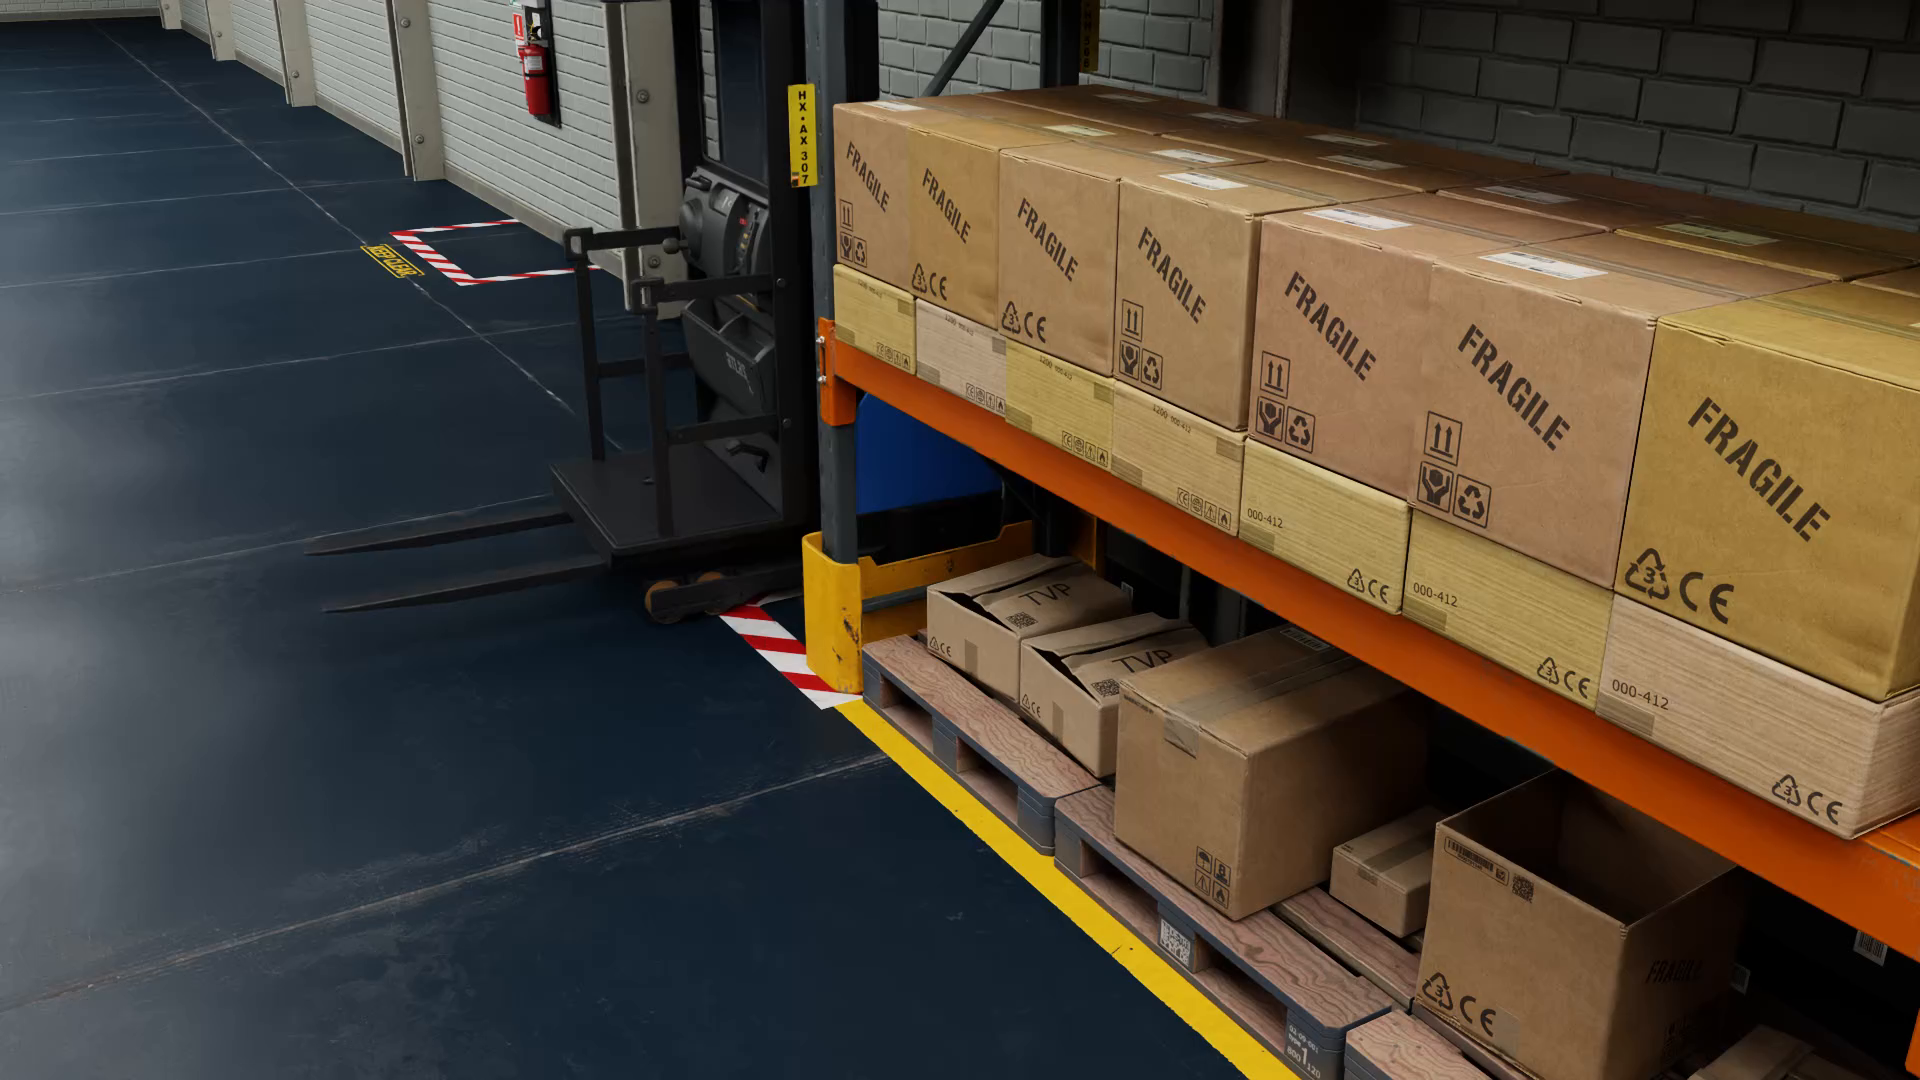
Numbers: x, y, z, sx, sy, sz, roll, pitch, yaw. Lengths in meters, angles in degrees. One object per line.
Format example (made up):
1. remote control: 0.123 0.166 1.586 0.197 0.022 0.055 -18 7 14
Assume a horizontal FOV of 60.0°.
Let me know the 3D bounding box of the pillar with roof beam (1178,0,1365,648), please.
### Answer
1. pillar with roof beam: -2.642 -2.912 2.525 9.100 9.000 0.400 -13 25 -28

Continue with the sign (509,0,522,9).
1. sign: -3.435 -4.168 12.831 0.001 0.109 0.331 -13 25 -28

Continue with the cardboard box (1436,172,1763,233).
1. cardboard box: 1.430 -0.536 3.824 0.500 0.500 0.500 -12 25 -27

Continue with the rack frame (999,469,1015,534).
1. rack frame: 0.420 -0.651 6.829 0.400 1.500 0.023 -2 21 -20

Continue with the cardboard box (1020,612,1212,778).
1. cardboard box: 0.525 0.447 5.216 0.500 0.311 0.500 -10 24 -24

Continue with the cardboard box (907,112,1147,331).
1. cardboard box: 0.187 -0.934 4.802 0.500 0.500 0.500 -13 25 -28

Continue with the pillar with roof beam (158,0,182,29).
1. pillar with roof beam: -17.967 -12.623 26.417 9.100 9.000 0.400 -13 25 -28

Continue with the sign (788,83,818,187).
1. sign: -0.509 -1.318 5.420 0.100 0.325 0.005 -13 25 -28

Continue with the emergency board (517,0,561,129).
1. emergency board: -3.236 -3.710 12.456 0.194 1.169 0.643 -13 25 -28

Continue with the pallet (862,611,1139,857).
1. pallet: 0.381 0.565 5.641 1.003 0.211 1.213 -13 25 -28

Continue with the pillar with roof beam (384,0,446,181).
1. pillar with roof beam: -8.772 -6.796 12.082 9.100 9.000 0.400 -13 25 -28

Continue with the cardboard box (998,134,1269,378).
1. cardboard box: 0.446 -0.765 4.388 0.500 0.500 0.500 -14 26 -30

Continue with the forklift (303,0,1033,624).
1. forklift: -1.116 -1.256 6.509 3.031 2.935 1.130 -11 24 -24

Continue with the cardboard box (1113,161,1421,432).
1. cardboard box: 0.719 -0.601 3.982 0.500 0.500 0.500 -12 25 -27

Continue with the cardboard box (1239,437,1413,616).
1. cardboard box: 0.981 -0.084 3.706 0.500 0.250 0.500 -13 25 -29

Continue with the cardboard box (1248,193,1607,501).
1. cardboard box: 0.986 -0.432 3.568 0.500 0.500 0.500 -13 26 -30

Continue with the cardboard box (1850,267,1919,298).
1. cardboard box: 1.940 -0.206 3.010 0.500 0.500 0.500 -13 26 -29

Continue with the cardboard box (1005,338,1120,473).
1. cardboard box: 0.467 -0.410 4.510 0.500 0.250 0.500 -13 26 -29

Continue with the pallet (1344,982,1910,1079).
1. pallet: 1.627 1.355 3.697 1.003 0.211 1.213 -13 25 -28

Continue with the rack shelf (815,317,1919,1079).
1. rack shelf: 0.979 -0.040 4.382 1.077 0.370 4.000 -13 25 -28

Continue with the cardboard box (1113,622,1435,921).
1. cardboard box: 0.857 0.606 4.572 0.700 0.500 0.500 -14 26 -32

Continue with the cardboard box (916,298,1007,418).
1. cardboard box: 0.212 -0.576 4.919 0.500 0.250 0.500 -13 26 -30

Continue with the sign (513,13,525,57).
1. sign: -3.429 -3.926 12.939 0.001 0.329 0.234 -13 25 -28

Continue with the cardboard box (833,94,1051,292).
1. cardboard box: -0.057 -1.096 5.201 0.500 0.500 0.500 -13 25 -28

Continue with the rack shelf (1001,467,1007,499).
1. rack shelf: 0.269 -0.475 7.261 0.431 0.370 0.720 -2 21 -20

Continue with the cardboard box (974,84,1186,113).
1. cardboard box: 0.381 -1.196 5.448 0.500 0.500 0.500 -13 25 -29

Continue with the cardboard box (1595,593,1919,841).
1. cardboard box: 1.498 0.239 2.912 0.500 0.250 0.500 -13 25 -28

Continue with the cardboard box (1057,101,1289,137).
1. cardboard box: 0.630 -1.032 5.043 0.500 0.500 0.500 -12 25 -28

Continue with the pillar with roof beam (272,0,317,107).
1. pillar with roof beam: -11.837 -8.739 16.860 9.100 9.000 0.400 -13 25 -28

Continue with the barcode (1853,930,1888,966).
1. barcode: 1.931 0.859 3.525 0.001 0.075 0.075 -13 25 -28

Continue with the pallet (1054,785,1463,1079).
1. pallet: 1.000 0.960 4.670 1.003 0.211 1.213 -13 25 -28

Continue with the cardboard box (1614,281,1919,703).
1. cardboard box: 1.494 -0.107 2.768 0.500 0.500 0.500 -13 25 -28

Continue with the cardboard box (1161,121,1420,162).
1. cardboard box: 0.898 -0.865 4.633 0.500 0.500 0.500 -13 26 -30

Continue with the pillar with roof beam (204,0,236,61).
1. pillar with roof beam: -14.902 -10.681 21.639 9.100 9.000 0.400 -13 25 -28

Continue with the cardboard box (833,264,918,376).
1. cardboard box: -0.066 -0.742 5.325 0.500 0.250 0.500 -13 26 -30

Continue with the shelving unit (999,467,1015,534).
1. shelving unit: 0.300 -0.780 7.150 0.431 1.500 0.755 -2 21 -20

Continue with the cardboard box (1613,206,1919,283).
1. cardboard box: 1.679 -0.374 3.424 0.500 0.500 0.500 -13 25 -29

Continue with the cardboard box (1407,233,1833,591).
1. cardboard box: 1.234 -0.267 3.162 0.500 0.500 0.500 -13 25 -29

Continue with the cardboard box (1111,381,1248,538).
1. cardboard box: 0.723 -0.246 4.106 0.500 0.250 0.500 -12 25 -28

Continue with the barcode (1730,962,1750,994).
1. barcode: 1.825 1.025 3.914 0.001 0.075 0.075 -13 25 -28

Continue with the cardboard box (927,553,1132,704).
1. cardboard box: 0.234 0.262 5.670 0.500 0.311 0.500 -16 27 -34

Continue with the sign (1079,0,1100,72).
1. sign: 0.445 -1.804 5.809 0.100 0.325 0.005 -13 25 -28

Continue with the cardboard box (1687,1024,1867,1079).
1. cardboard box: 1.702 1.215 3.517 0.380 0.166 0.250 -17 27 -35

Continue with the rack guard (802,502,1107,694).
1. rack guard: -0.003 0.162 6.250 1.175 0.500 0.348 -13 25 -28

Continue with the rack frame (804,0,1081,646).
1. rack frame: -0.042 -1.021 5.840 1.000 3.000 0.127 -13 25 -28

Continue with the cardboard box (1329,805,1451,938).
1. cardboard box: 1.201 0.869 4.391 0.380 0.149 0.250 -15 26 -32

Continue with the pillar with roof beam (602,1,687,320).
1. pillar with roof beam: -5.707 -4.854 7.303 9.100 9.000 0.400 -13 25 -28

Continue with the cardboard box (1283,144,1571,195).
1. cardboard box: 1.155 -0.702 4.232 0.500 0.500 0.500 -12 25 -28

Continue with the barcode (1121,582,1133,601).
1. barcode: 0.587 0.187 5.843 0.001 0.075 0.075 -13 25 -28

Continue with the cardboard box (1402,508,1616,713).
1. cardboard box: 1.251 0.076 3.313 0.500 0.250 0.500 -12 25 -28

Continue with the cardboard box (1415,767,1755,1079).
1. cardboard box: 1.436 0.900 3.850 0.500 0.500 0.500 -15 26 -32
